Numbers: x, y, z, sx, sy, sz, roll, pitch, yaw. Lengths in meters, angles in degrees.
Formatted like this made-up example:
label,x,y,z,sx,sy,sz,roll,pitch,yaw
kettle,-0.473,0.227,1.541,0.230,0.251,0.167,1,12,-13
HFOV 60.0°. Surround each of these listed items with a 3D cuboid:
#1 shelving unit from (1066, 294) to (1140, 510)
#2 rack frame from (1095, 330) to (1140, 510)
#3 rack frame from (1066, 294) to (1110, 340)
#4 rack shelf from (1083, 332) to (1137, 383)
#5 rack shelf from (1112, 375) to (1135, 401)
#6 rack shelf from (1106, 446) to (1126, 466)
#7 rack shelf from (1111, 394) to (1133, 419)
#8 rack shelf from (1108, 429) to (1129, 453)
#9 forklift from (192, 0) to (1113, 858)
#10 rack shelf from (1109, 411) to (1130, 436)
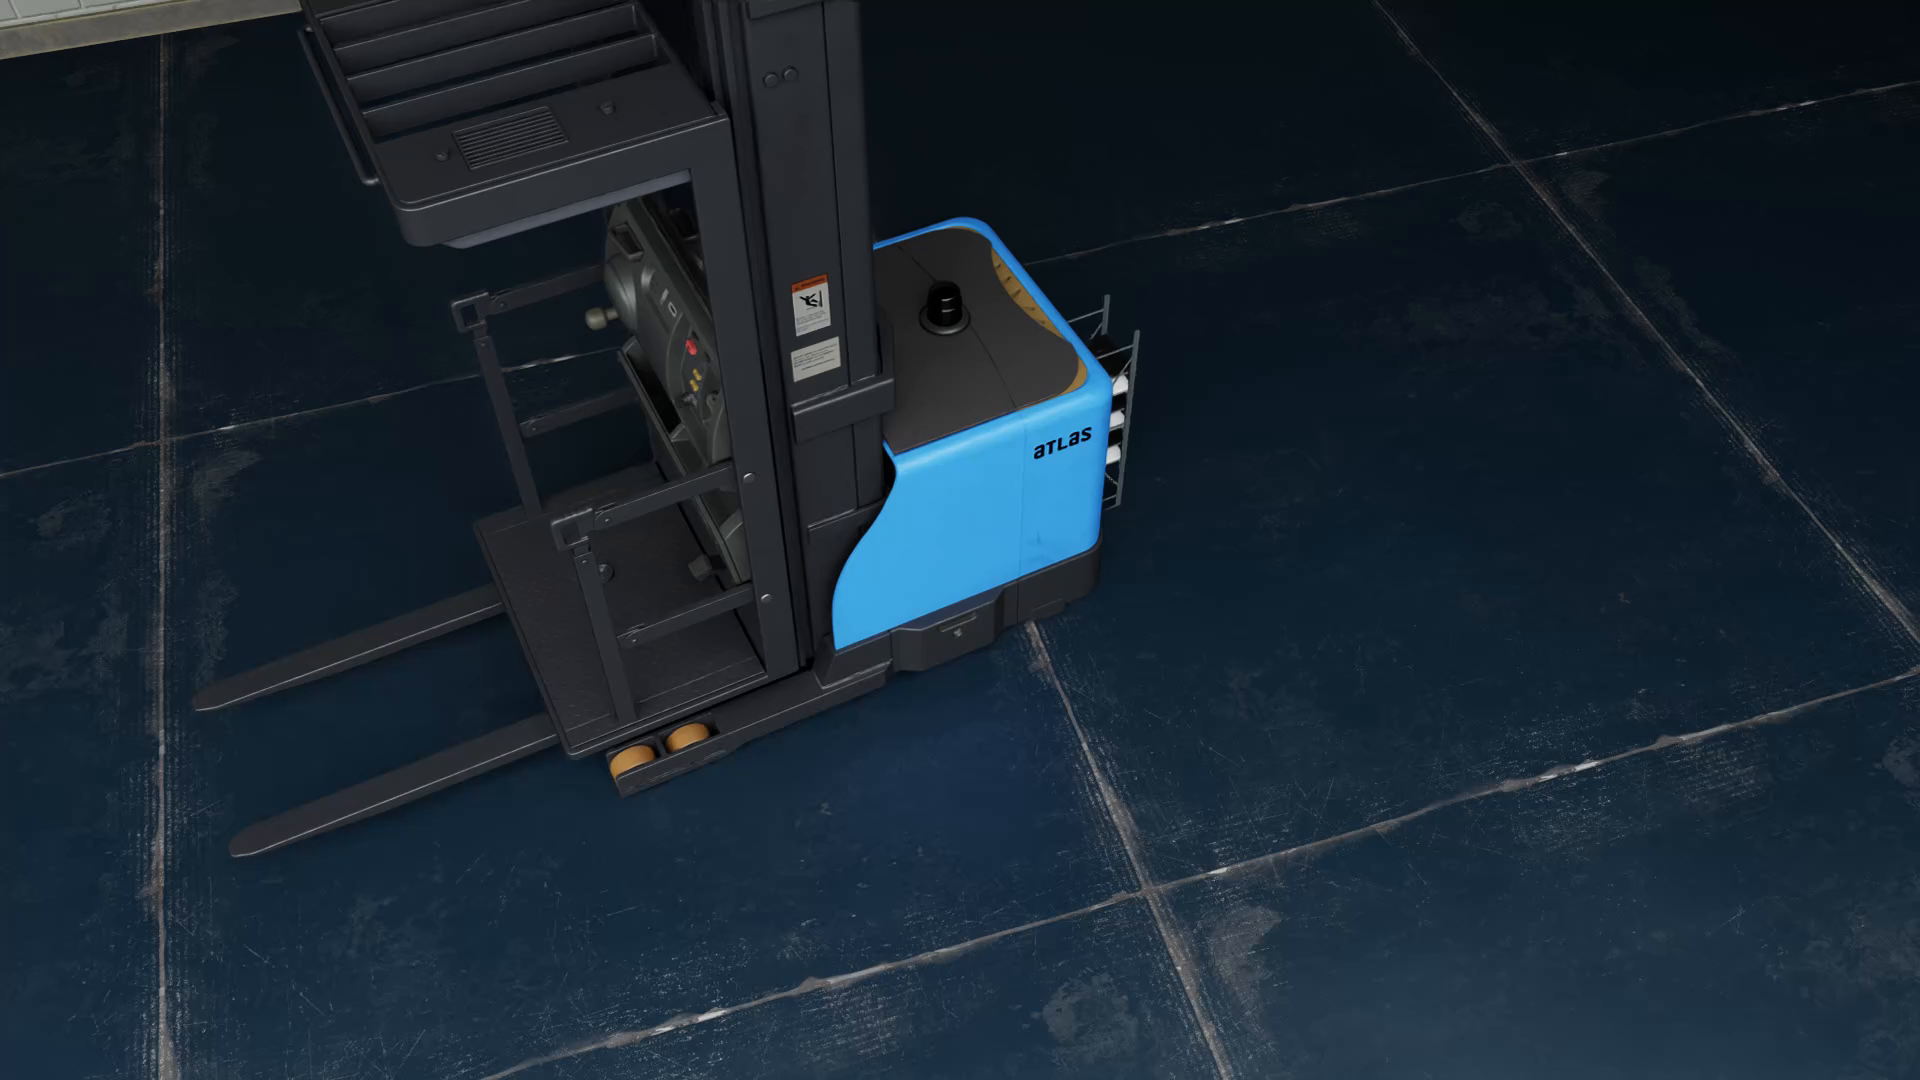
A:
label,x,y,z,sx,sy,sz,roll,pitch,yaw
shelving unit,0.460,-0.455,6.045,0.258,0.900,0.210,-21,53,-17
rack frame,0.506,-0.386,5.986,0.240,0.900,0.006,-21,53,-17
rack frame,0.414,-0.525,6.103,0.240,0.900,0.006,-21,53,-17
rack shelf,0.461,-0.608,5.864,0.258,0.077,0.200,-21,53,-17
rack shelf,0.460,-0.550,5.933,0.258,0.077,0.200,-21,53,-17
rack shelf,0.460,-0.317,6.208,0.258,0.077,0.200,-21,53,-17
rack shelf,0.460,-0.492,6.001,0.258,0.077,0.200,-21,53,-17
rack shelf,0.460,-0.376,6.139,0.258,0.077,0.200,-21,53,-17
forklift,-1.047,-0.570,4.814,3.031,2.935,1.130,-21,53,-17
rack shelf,0.460,-0.434,6.070,0.258,0.077,0.200,-21,53,-17
